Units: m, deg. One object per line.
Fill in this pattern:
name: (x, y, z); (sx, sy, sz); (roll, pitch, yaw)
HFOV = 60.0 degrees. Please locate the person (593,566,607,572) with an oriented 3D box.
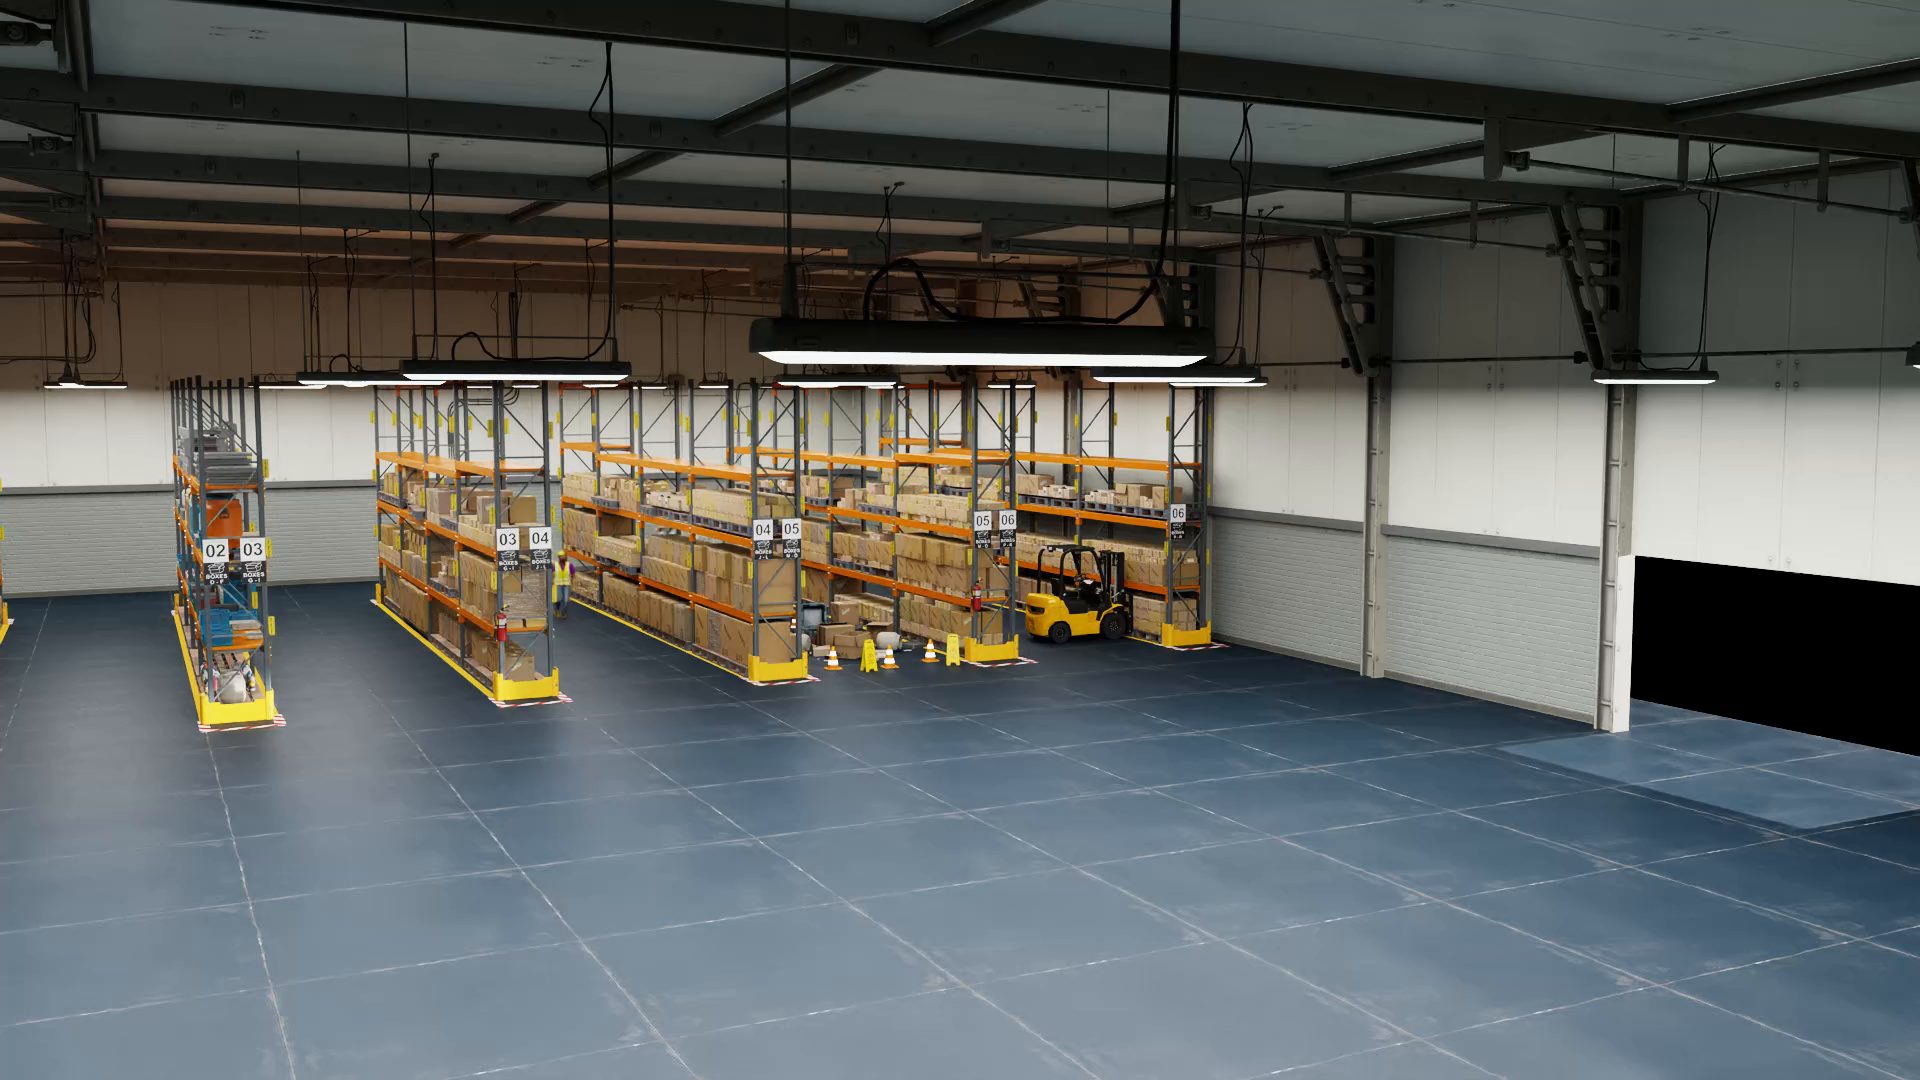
person: (-10.575, 0.492, 49.097); (0.593, 1.737, 0.721); (-2, 5, -22)

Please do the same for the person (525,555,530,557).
person: (-11.671, 0.848, 45.263); (0.625, 1.745, 0.717); (-3, 6, -29)

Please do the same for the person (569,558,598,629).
person: (-9.102, 1.283, 40.313); (0.688, 1.733, 0.622); (-2, 6, -25)
